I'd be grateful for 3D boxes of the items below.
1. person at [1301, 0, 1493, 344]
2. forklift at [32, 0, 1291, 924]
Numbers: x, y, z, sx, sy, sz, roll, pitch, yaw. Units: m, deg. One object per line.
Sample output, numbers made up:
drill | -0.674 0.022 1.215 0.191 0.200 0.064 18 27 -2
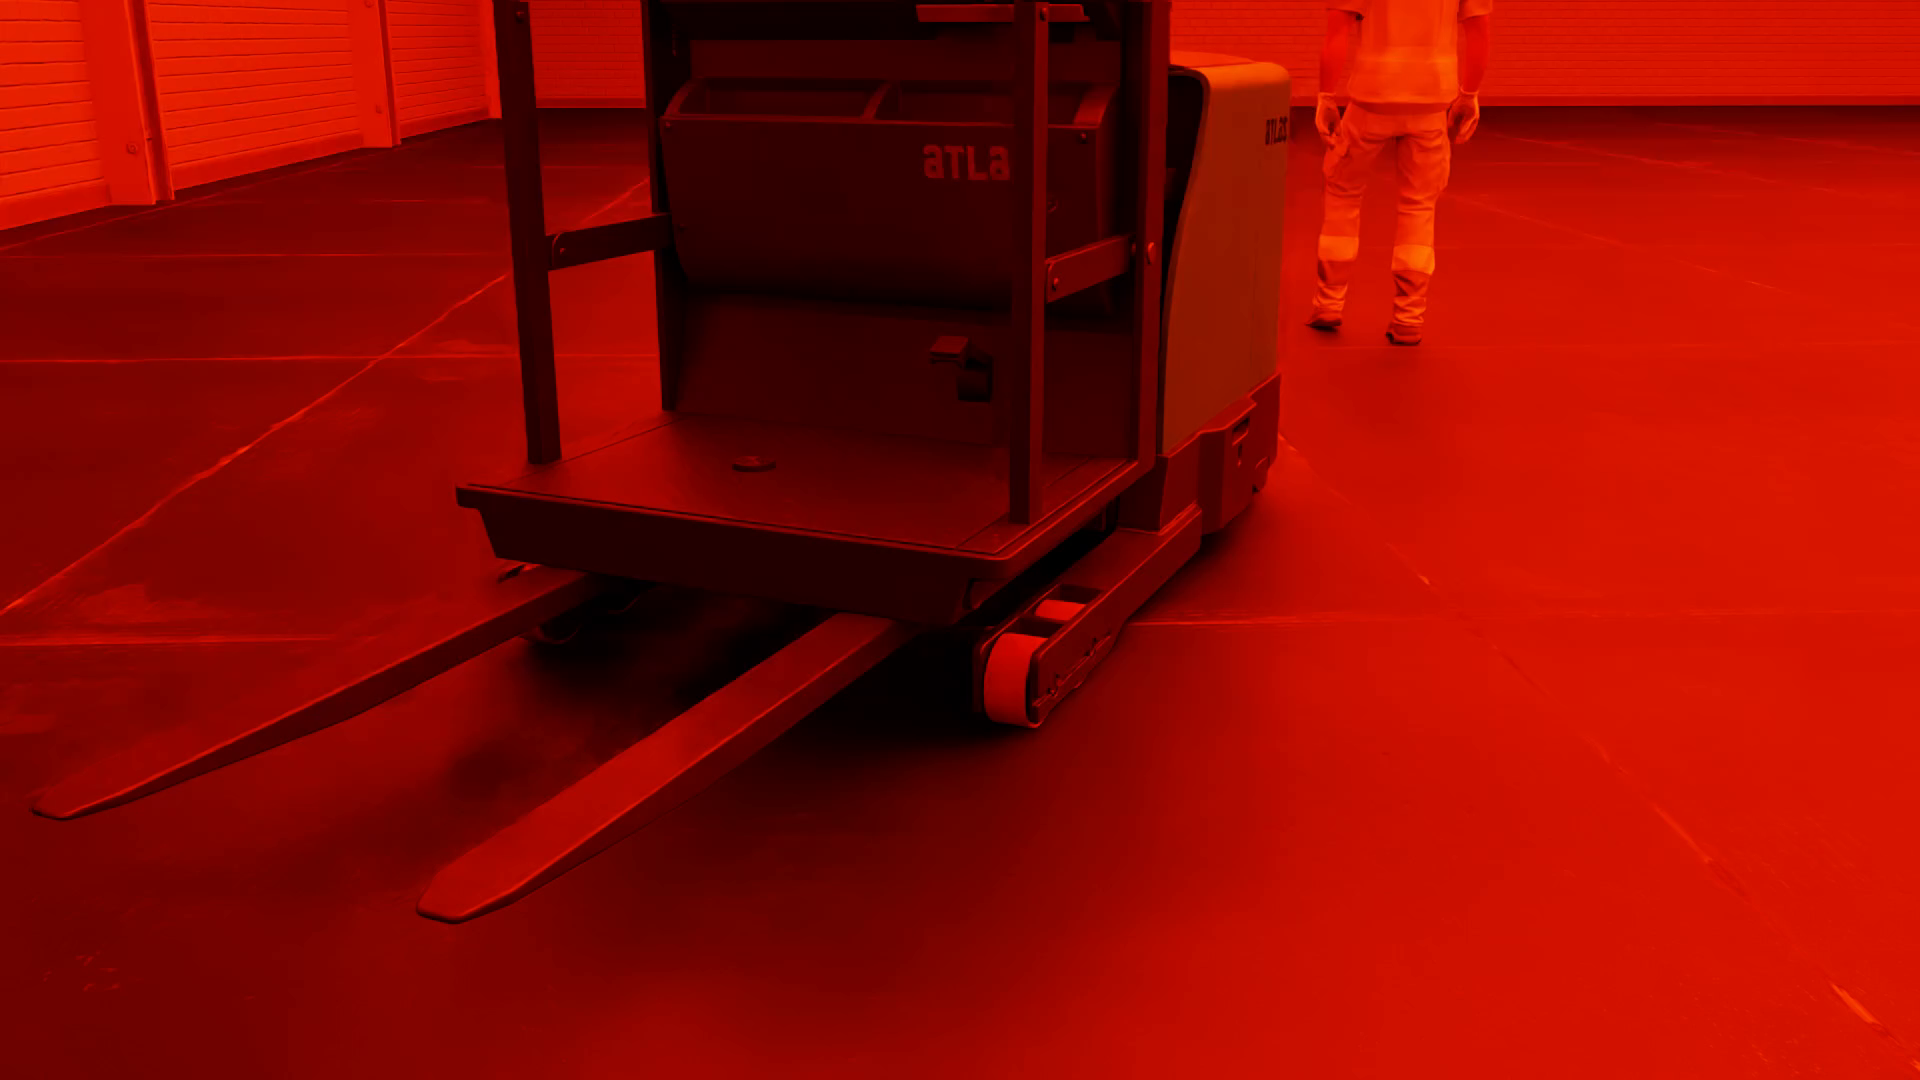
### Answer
person | 1.670 -1.646 6.379 0.634 1.826 0.546 2 17 5
forklift | -0.235 -1.219 2.893 1.130 2.935 3.031 7 19 23
